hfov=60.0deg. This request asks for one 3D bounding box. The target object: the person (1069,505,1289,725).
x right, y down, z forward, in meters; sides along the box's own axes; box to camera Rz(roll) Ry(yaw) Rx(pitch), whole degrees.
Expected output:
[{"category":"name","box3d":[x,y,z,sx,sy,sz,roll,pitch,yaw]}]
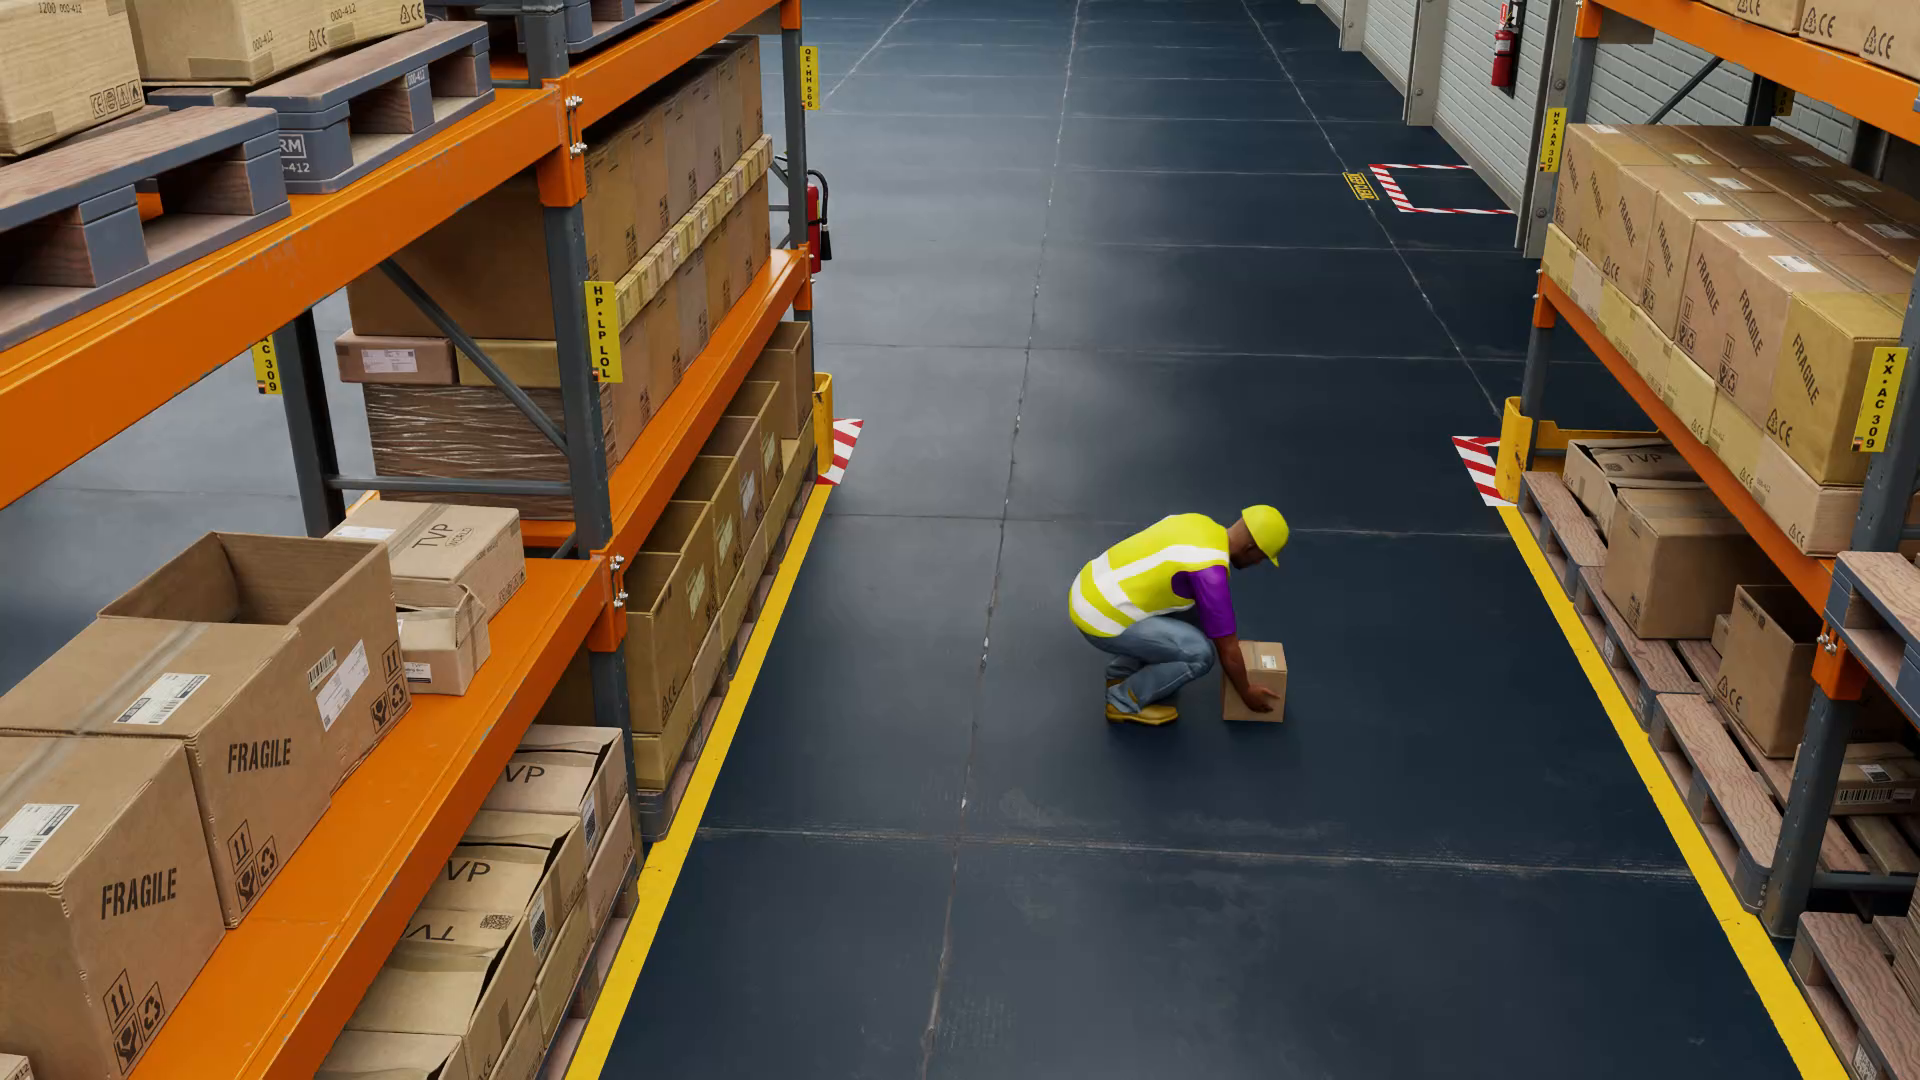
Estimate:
[{"category":"person","box3d":[0.908,0.277,7.004,0.897,0.914,0.569,2,24,4]}]
